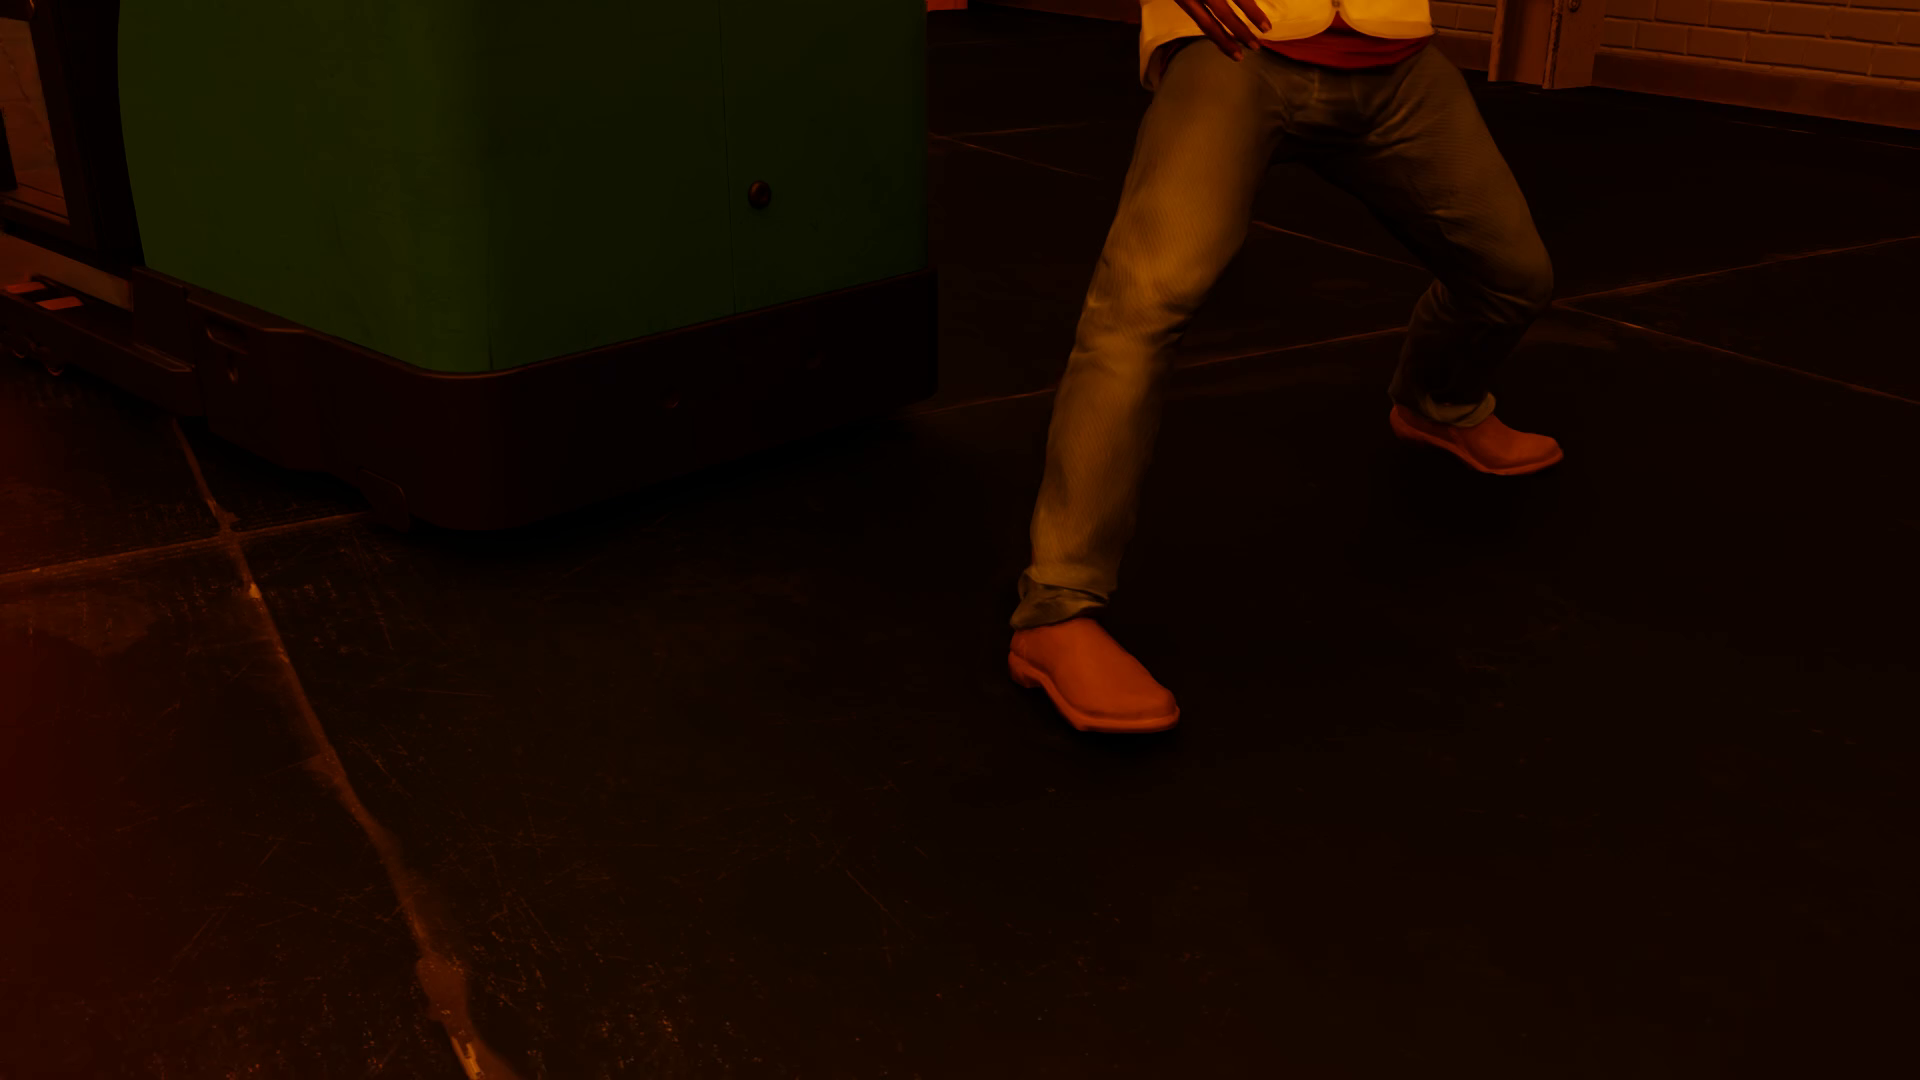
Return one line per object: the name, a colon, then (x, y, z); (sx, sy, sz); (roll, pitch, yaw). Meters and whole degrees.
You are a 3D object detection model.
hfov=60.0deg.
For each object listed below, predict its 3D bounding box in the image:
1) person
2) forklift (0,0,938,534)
person: (0.569, -0.681, 2.243); (1.193, 1.583, 0.923); (-7, 23, -16)
forklift: (-1.462, -1.823, 3.216); (3.031, 2.935, 1.130); (20, 29, 39)
